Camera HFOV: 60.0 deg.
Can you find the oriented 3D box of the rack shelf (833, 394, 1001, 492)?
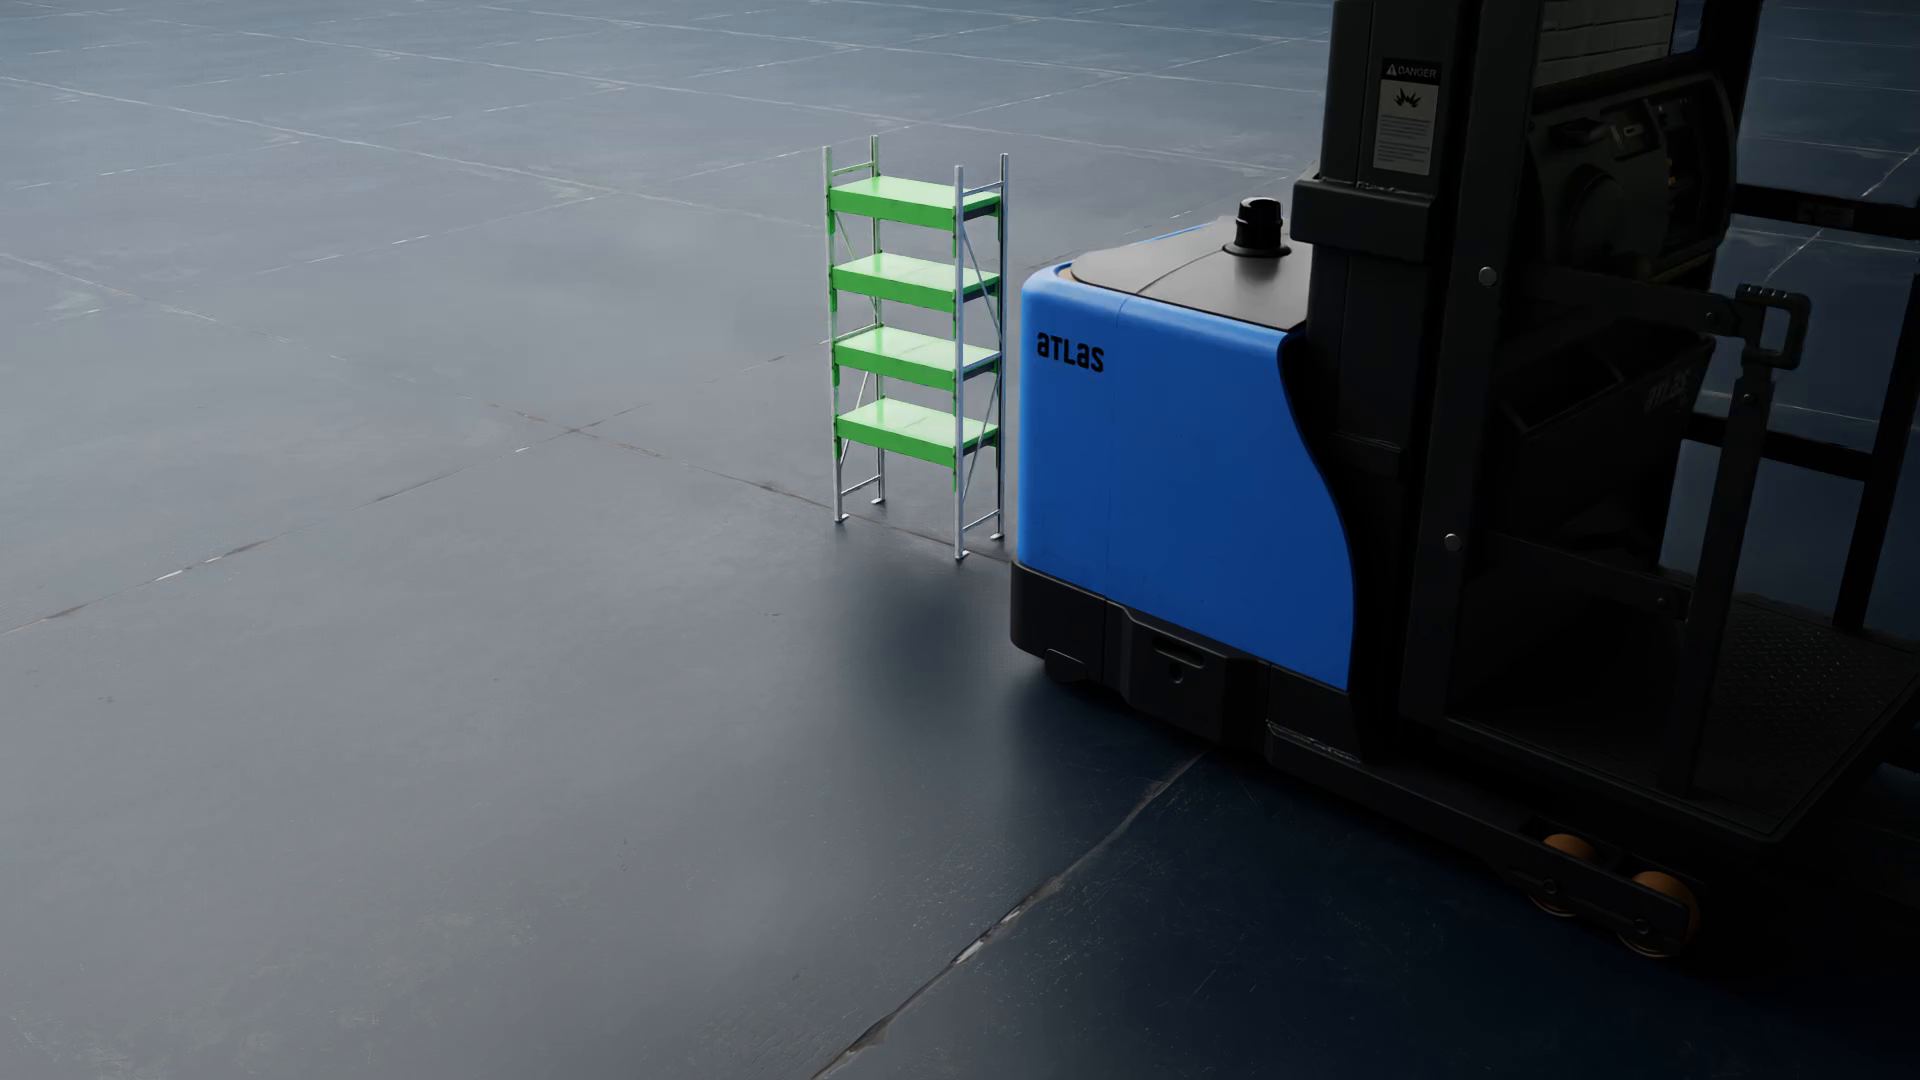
[{"bbox_3d":[-0.132,-0.311,5.221,0.480,0.148,0.258,17,29,33],"label":"rack shelf"}]

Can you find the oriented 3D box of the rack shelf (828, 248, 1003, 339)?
[{"bbox_3d":[-0.132,-0.750,5.028,0.480,0.148,0.258,17,29,33],"label":"rack shelf"}]

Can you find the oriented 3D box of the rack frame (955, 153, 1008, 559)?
[{"bbox_3d":[0.063,-0.530,4.965,0.015,1.200,0.240,17,29,33],"label":"rack frame"}]

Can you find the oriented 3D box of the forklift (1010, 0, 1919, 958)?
[{"bbox_3d":[1.544,-0.739,3.293,3.031,2.935,1.130,21,32,39],"label":"forklift"}]

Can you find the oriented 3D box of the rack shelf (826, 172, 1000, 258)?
[{"bbox_3d":[-0.132,-0.970,4.931,0.480,0.148,0.258,17,29,33],"label":"rack shelf"}]

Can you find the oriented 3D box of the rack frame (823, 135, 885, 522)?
[{"bbox_3d":[-0.328,-0.648,5.233,0.015,1.200,0.240,17,29,33],"label":"rack frame"}]

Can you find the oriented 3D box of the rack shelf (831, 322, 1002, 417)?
[{"bbox_3d":[-0.132,-0.531,5.125,0.480,0.148,0.258,17,29,33],"label":"rack shelf"}]

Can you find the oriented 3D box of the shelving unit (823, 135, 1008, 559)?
[{"bbox_3d":[-0.132,-0.589,5.099,0.503,1.200,0.258,17,29,33],"label":"shelving unit"}]
